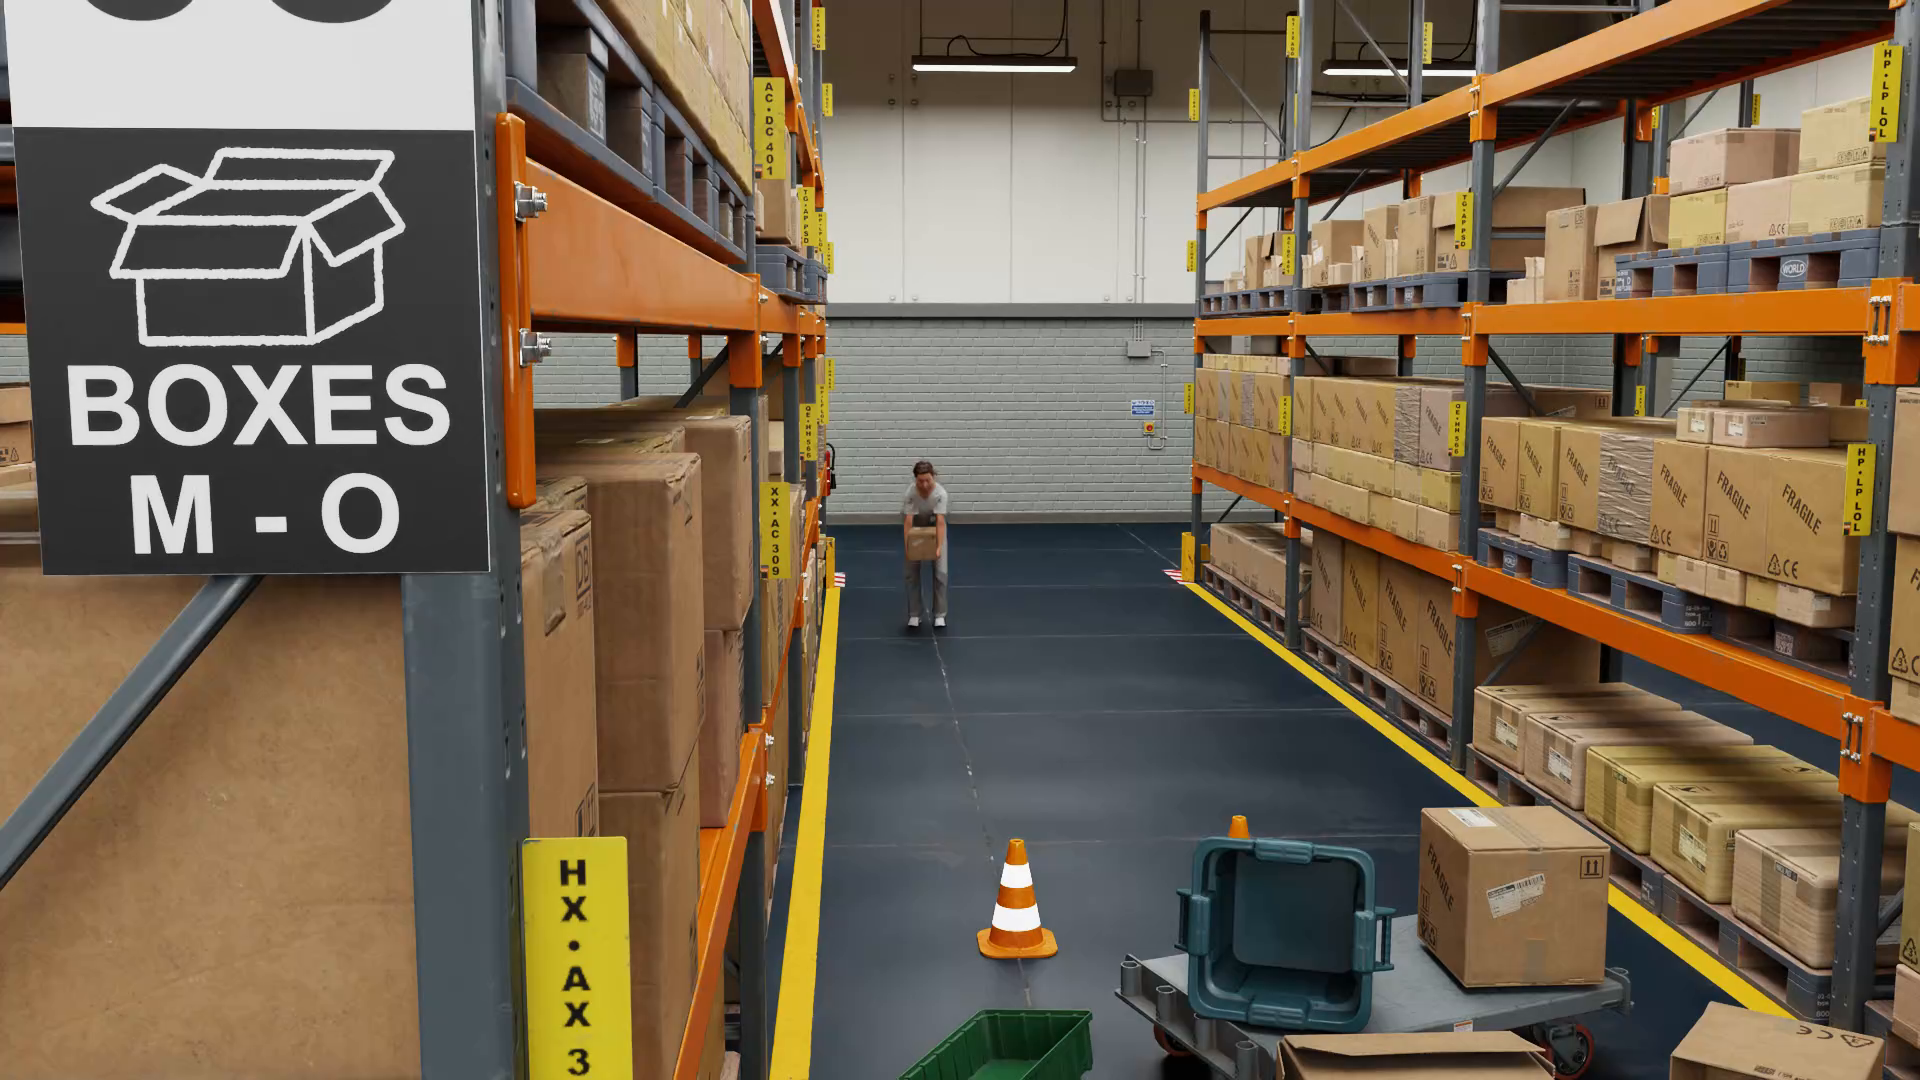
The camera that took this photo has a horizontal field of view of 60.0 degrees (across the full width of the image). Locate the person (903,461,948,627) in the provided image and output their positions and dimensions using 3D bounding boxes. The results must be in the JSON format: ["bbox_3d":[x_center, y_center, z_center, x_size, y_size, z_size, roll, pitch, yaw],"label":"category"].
[{"bbox_3d":[-0.310,0.034,15.070,0.408,1.538,0.630,1,7,4],"label":"person"}]
